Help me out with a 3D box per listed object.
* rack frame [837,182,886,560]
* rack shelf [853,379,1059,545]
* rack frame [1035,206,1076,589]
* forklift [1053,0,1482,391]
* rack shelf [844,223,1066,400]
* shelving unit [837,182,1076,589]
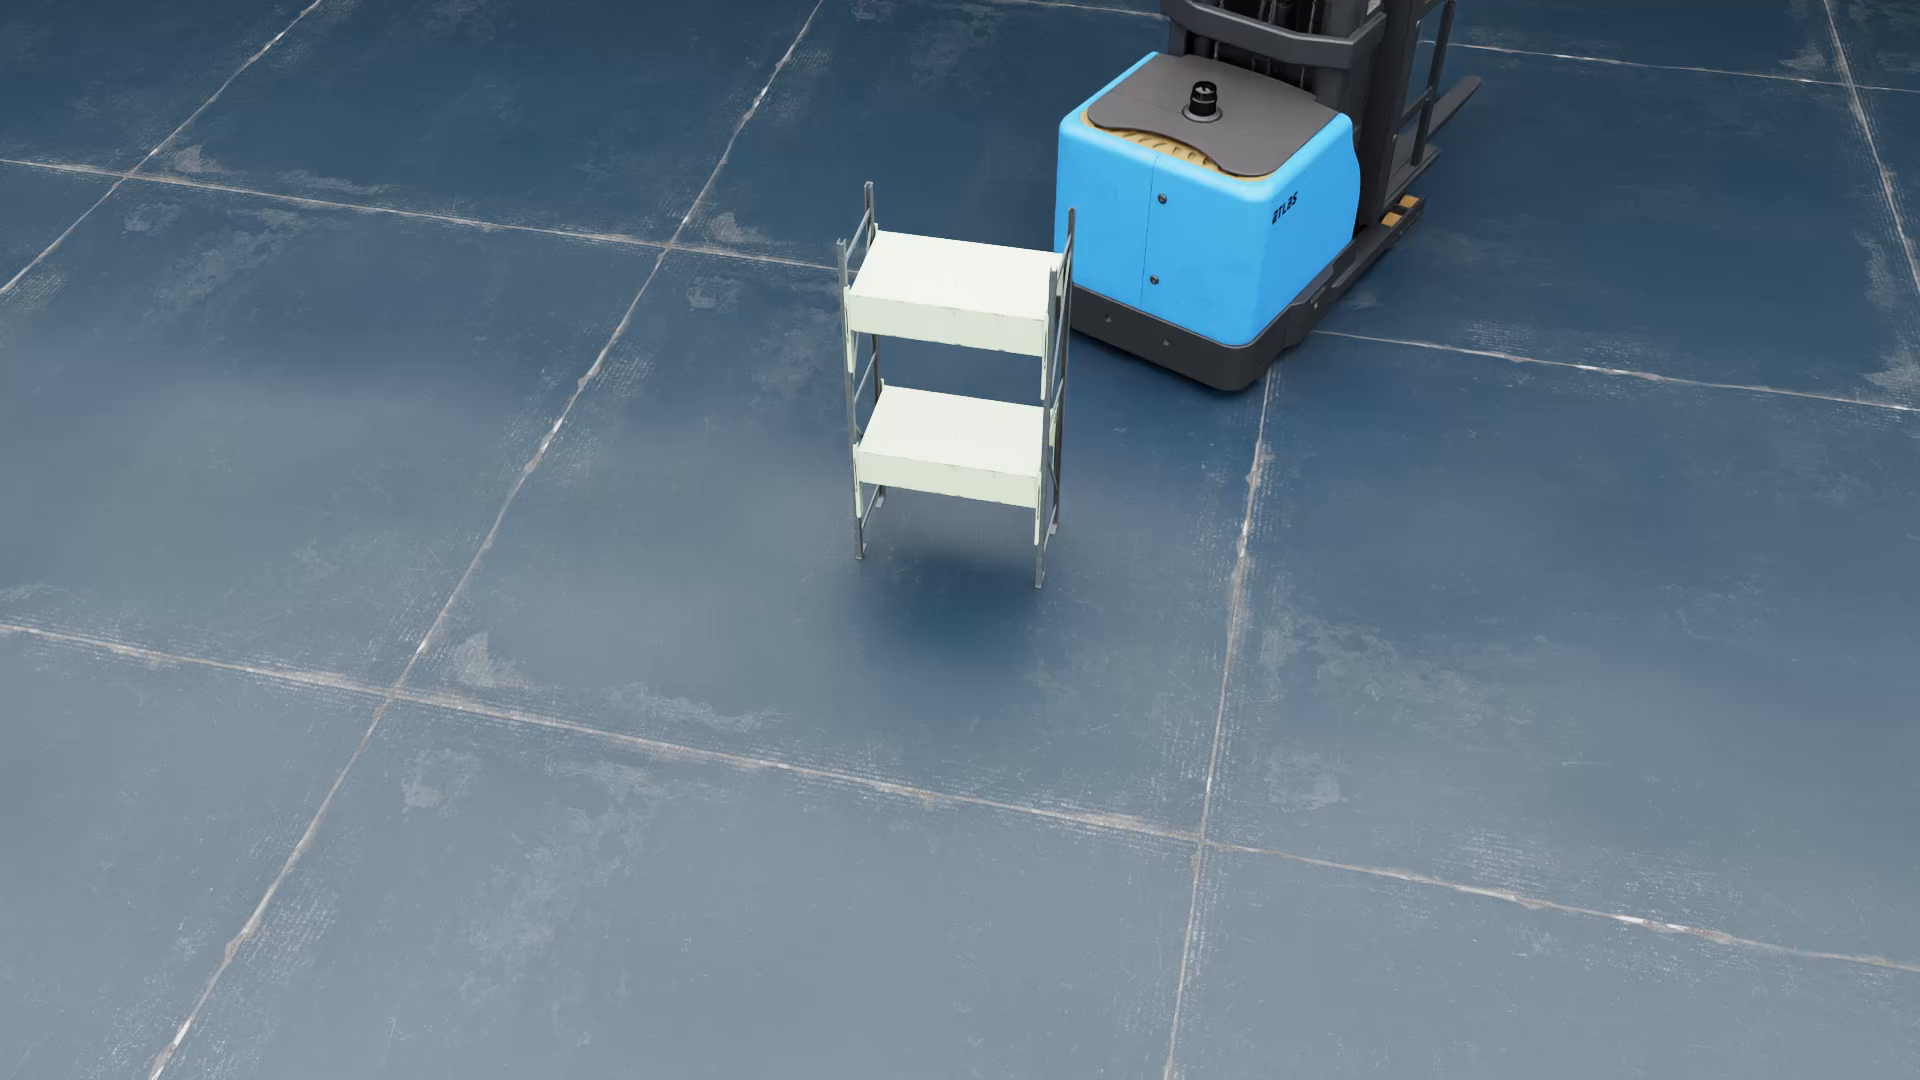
[{"bbox_3d":[-0.364,-0.597,6.289,0.023,1.500,0.400,9,45,9],"label":"rack frame"},{"bbox_3d":[-0.007,-0.306,6.457,0.720,0.370,0.431,9,45,9],"label":"rack shelf"},{"bbox_3d":[0.351,-0.486,6.173,0.023,1.500,0.400,9,45,9],"label":"rack frame"},{"bbox_3d":[1.679,-2.693,7.435,1.130,2.935,3.031,27,50,25],"label":"forklift"},{"bbox_3d":[-0.007,-0.823,5.960,0.720,0.370,0.431,9,45,9],"label":"rack shelf"},{"bbox_3d":[-0.007,-0.541,6.231,0.755,1.500,0.431,9,45,9],"label":"shelving unit"}]
